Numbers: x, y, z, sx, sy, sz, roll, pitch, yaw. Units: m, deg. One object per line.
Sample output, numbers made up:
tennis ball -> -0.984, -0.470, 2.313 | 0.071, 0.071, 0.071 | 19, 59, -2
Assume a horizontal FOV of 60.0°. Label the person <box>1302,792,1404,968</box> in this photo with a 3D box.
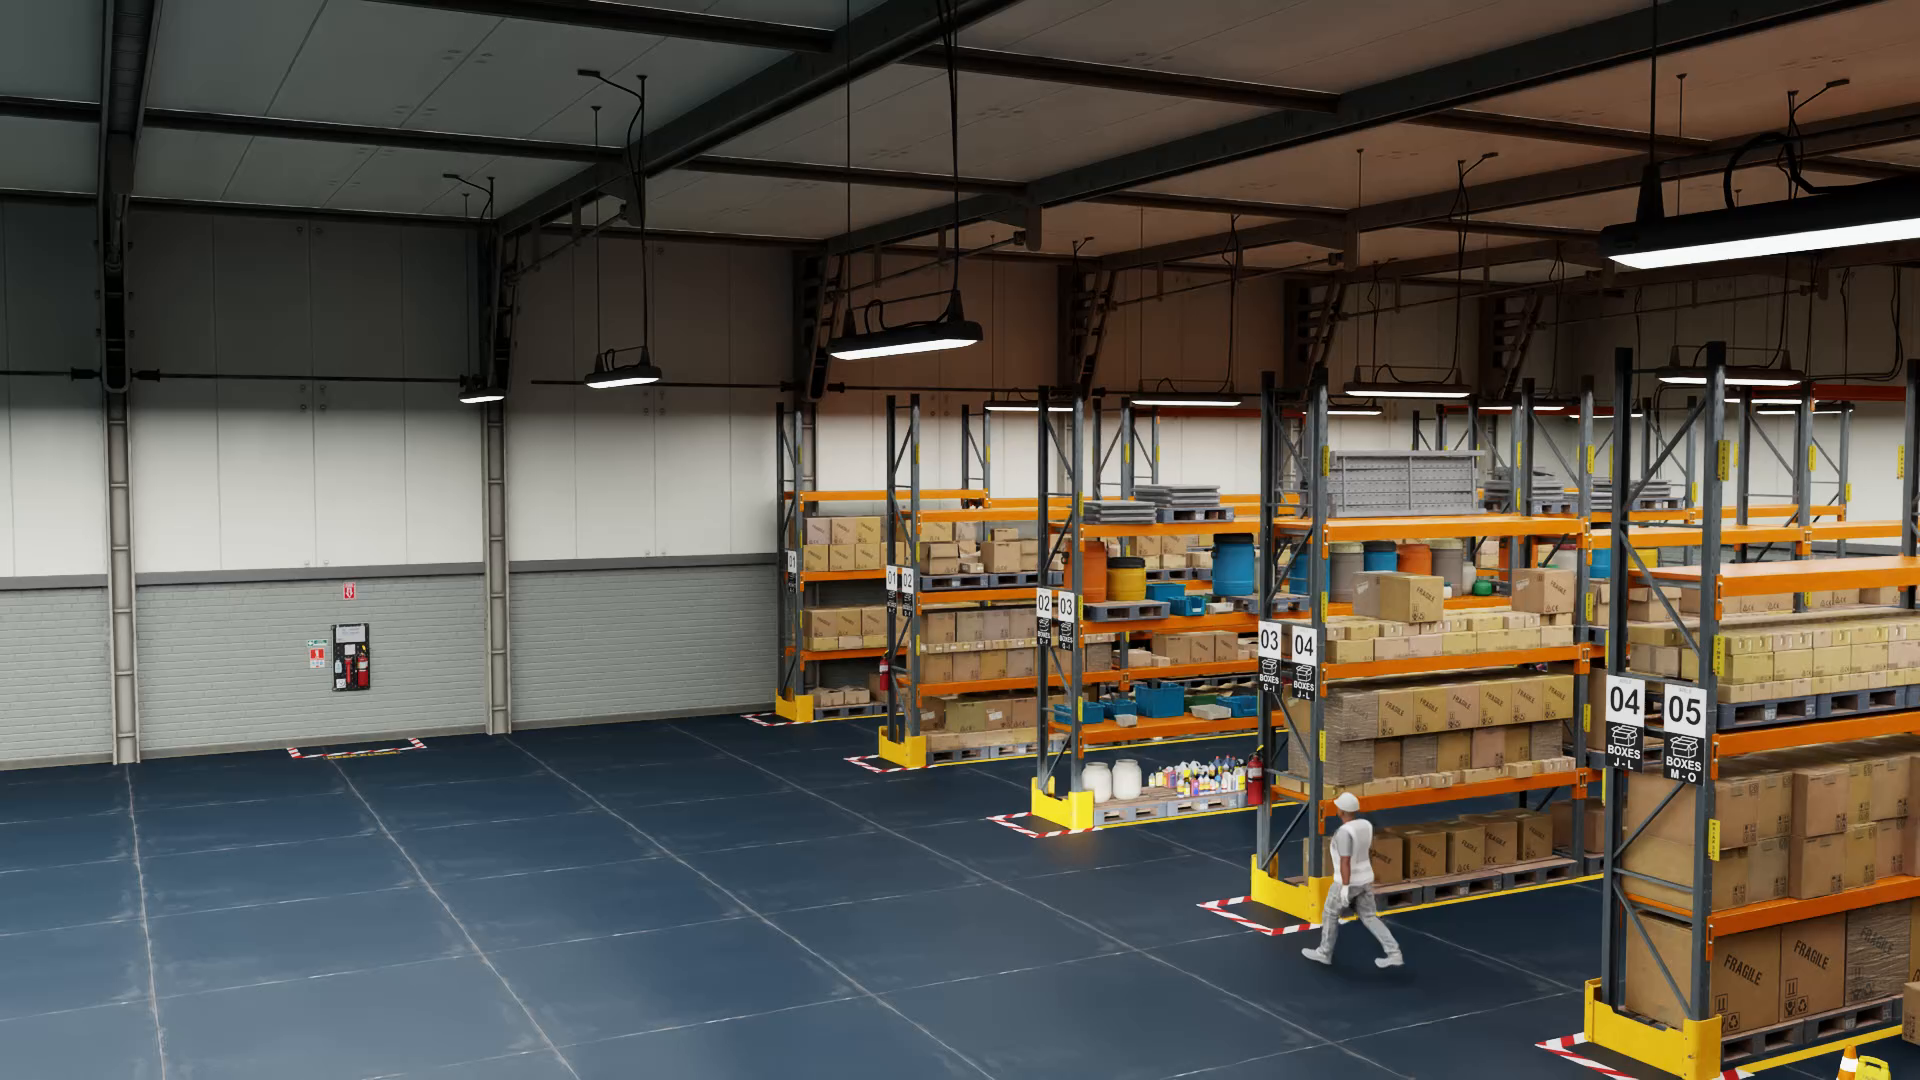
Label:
person -> 3.890, 3.362, 16.395 | 1.053, 1.744, 0.608 | 3, 5, 44
